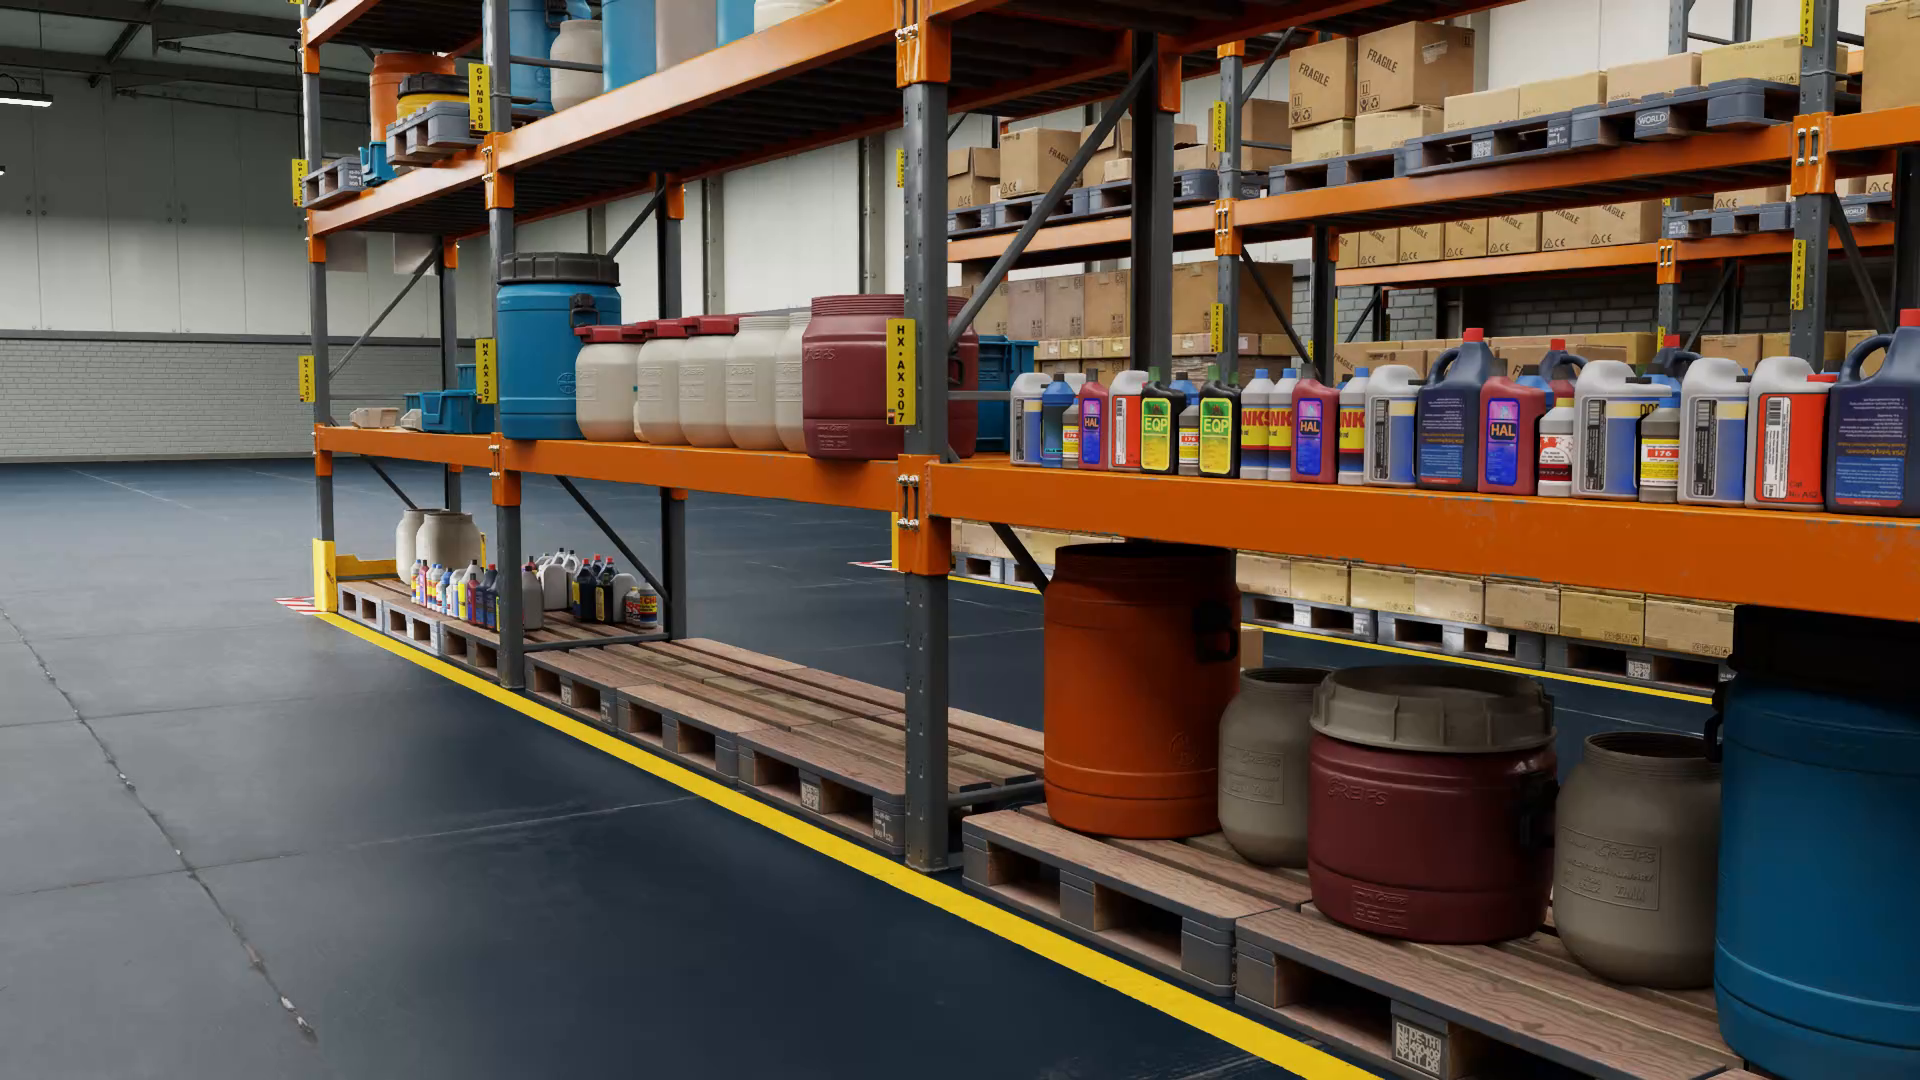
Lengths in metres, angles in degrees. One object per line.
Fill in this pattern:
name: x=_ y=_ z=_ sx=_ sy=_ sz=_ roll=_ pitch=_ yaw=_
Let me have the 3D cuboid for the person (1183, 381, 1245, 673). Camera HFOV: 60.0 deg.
person: x=1.301 y=-0.055 z=8.949 sx=0.367 sy=1.593 sz=0.478 roll=-3 pitch=6 yaw=-35
